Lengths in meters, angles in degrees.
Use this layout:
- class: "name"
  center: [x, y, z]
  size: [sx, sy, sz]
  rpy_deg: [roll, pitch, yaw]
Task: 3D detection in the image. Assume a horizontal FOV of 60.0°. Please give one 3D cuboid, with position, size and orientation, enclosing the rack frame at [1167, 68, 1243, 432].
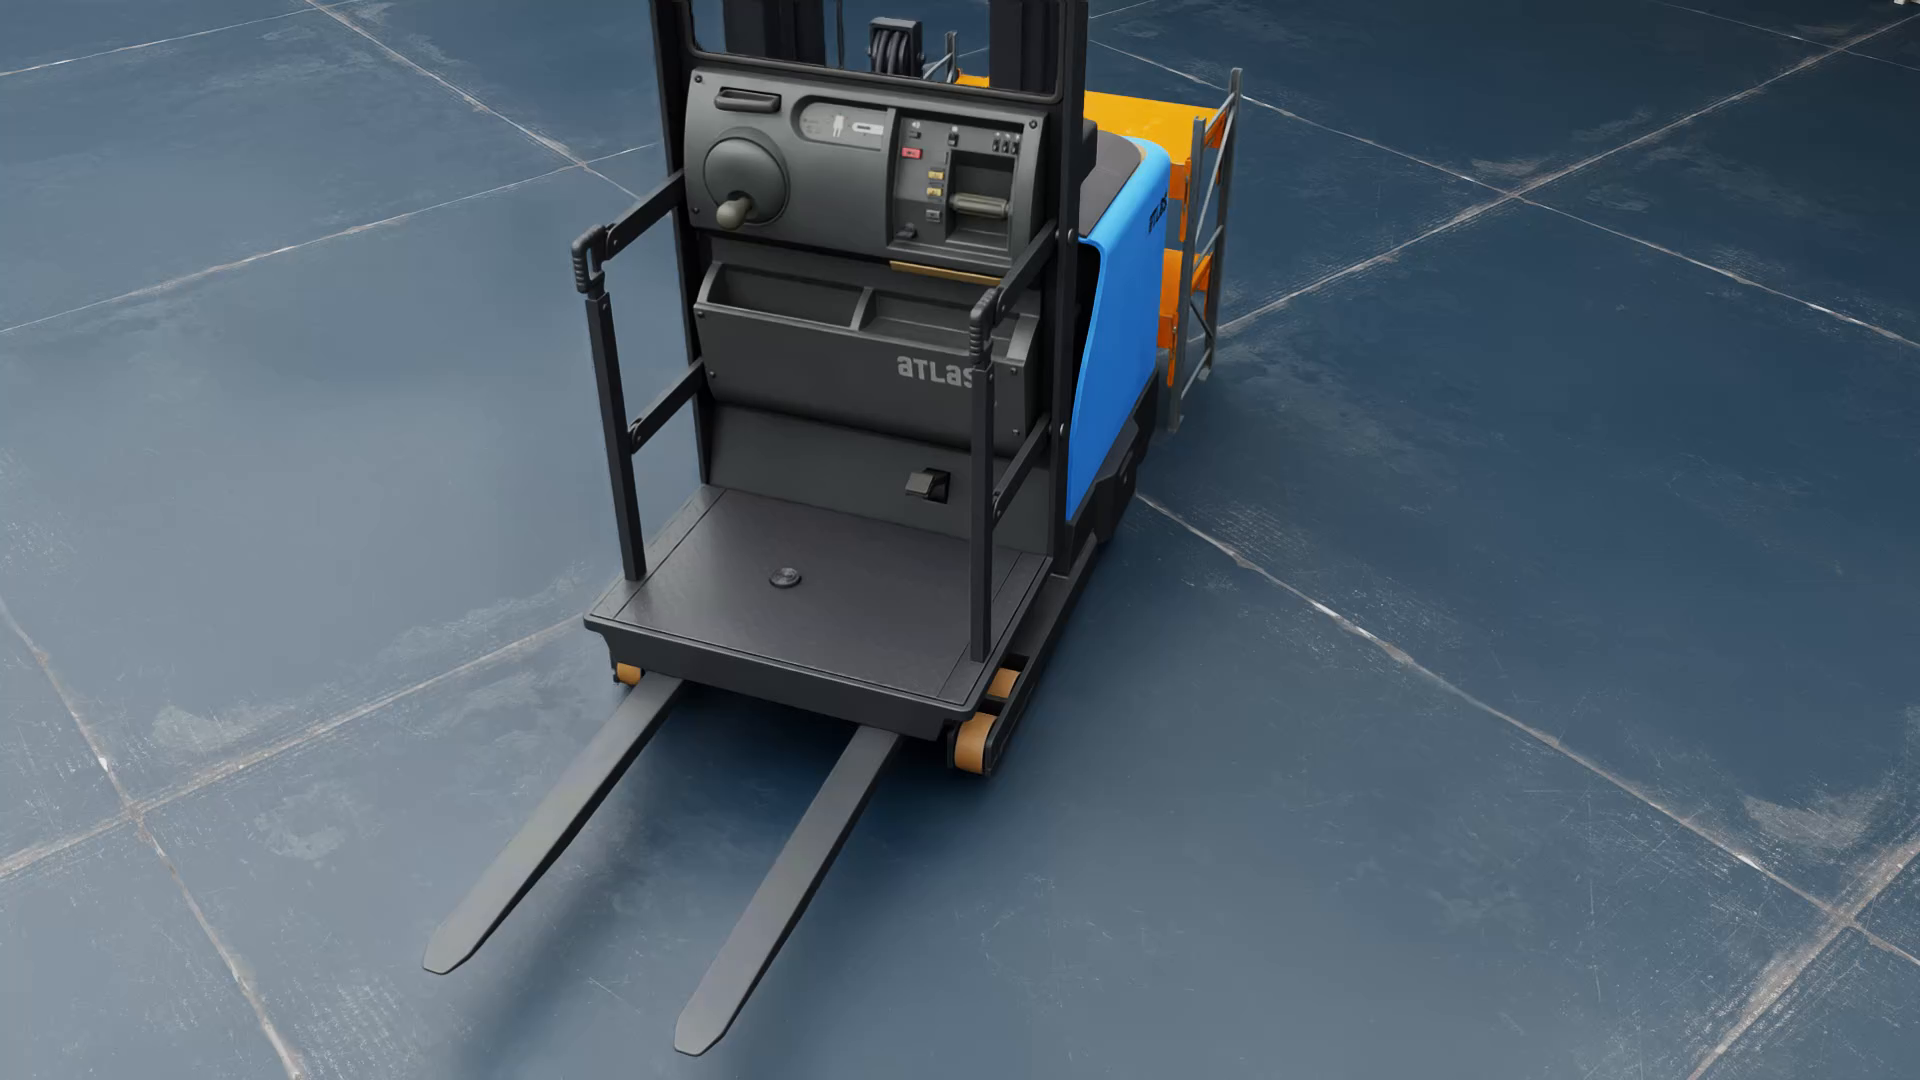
- class: "rack frame"
  center: [0.829, -0.971, 5.648]
  size: [0.032, 1.125, 0.500]
  rpy_deg: [13, 37, 18]

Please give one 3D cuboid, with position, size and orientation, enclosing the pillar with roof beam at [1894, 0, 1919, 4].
- class: "pillar with roof beam"
  center: [2.381, -5.163, 4.754]
  size: [9.100, 9.000, 0.400]
  rpy_deg: [-26, 43, -32]

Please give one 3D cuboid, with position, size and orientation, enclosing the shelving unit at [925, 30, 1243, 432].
- class: "shelving unit"
  center: [0.358, -1.082, 5.804]
  size: [1.048, 1.125, 0.538]
  rpy_deg: [13, 37, 18]

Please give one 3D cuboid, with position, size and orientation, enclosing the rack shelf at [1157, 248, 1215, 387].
- class: "rack shelf"
  center: [0.358, -0.882, 5.946]
  size: [1.000, 0.278, 0.538]
  rpy_deg: [13, 37, 18]

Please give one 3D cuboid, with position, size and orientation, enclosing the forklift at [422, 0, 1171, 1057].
- class: "forklift"
  center: [-0.321, -0.851, 3.916]
  size: [1.130, 2.935, 3.031]
  rpy_deg: [12, 37, 16]

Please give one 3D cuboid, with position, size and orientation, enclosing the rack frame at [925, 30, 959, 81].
- class: "rack frame"
  center: [-0.112, -1.193, 5.961]
  size: [0.032, 1.125, 0.500]
  rpy_deg: [13, 37, 18]

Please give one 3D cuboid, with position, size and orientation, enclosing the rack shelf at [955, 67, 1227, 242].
- class: "rack shelf"
  center: [0.358, -1.321, 5.635]
  size: [1.000, 0.278, 0.538]
  rpy_deg: [13, 37, 18]
